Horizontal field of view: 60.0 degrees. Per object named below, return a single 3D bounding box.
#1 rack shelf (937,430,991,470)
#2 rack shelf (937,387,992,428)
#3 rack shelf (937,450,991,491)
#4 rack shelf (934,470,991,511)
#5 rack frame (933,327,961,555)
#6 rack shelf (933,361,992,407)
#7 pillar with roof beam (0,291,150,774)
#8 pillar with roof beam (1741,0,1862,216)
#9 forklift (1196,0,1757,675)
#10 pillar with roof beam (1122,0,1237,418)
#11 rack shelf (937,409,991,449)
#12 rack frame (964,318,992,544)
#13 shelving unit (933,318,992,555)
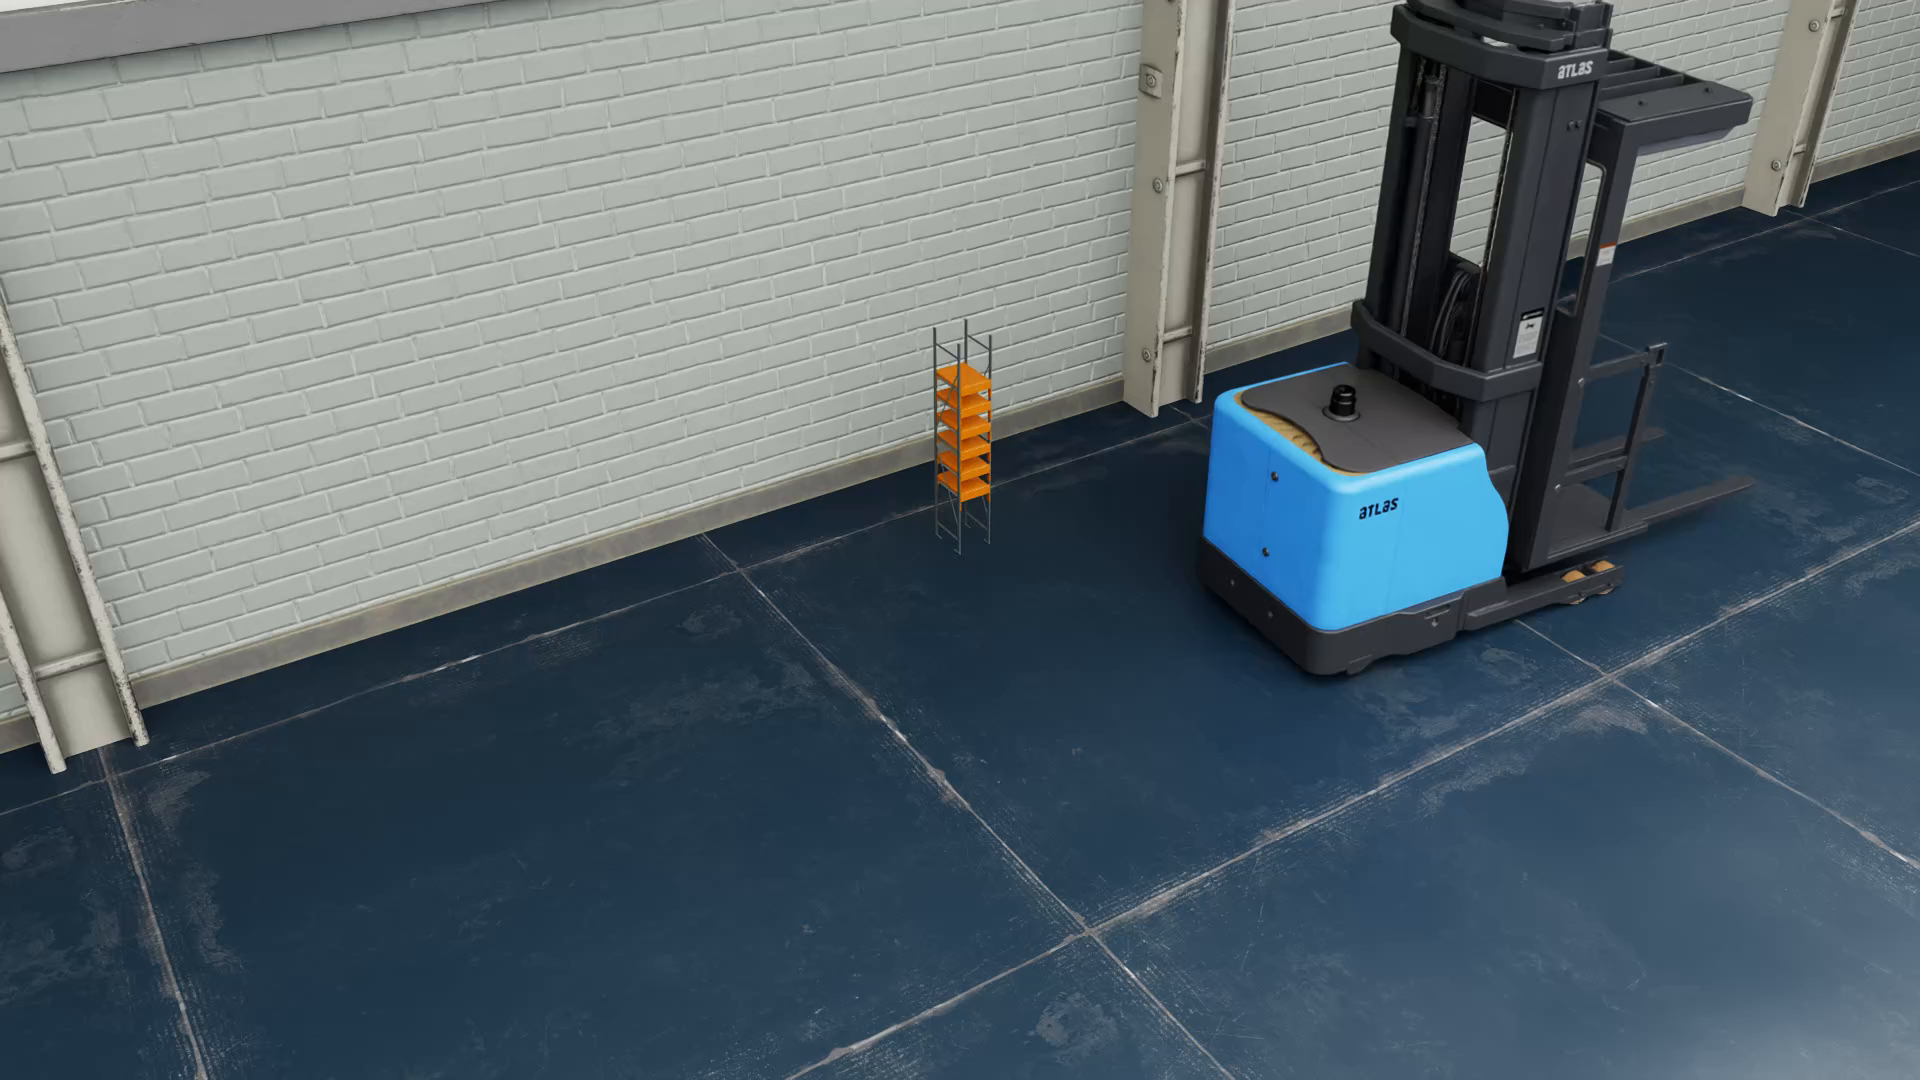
[{"bbox_3d":[0.012,-0.474,8.460,0.180,0.103,0.258,-19,37,-27],"label":"rack shelf"},{"bbox_3d":[0.012,-0.677,8.332,0.180,0.103,0.258,-19,37,-27],"label":"rack shelf"},{"bbox_3d":[0.012,-0.373,8.524,0.180,0.103,0.258,-19,37,-27],"label":"rack shelf"},{"bbox_3d":[0.012,-0.271,8.588,0.180,0.103,0.258,-19,37,-27],"label":"rack shelf"},{"bbox_3d":[-0.065,-0.485,8.395,0.006,1.200,0.240,-19,37,-27],"label":"rack frame"},{"bbox_3d":[0.012,-0.779,8.268,0.180,0.103,0.258,-19,37,-27],"label":"rack shelf"},{"bbox_3d":[-1.489,-0.994,1.892,0.400,9.000,9.100,-19,37,-27],"label":"pillar with roof beam"},{"bbox_3d":[8.597,-4.463,7.390,0.400,9.000,9.100,-19,37,-27],"label":"pillar with roof beam"},{"bbox_3d":[2.735,-1.155,7.834,3.031,2.935,1.130,-15,35,-23],"label":"forklift"},{"bbox_3d":[3.554,-2.729,4.641,0.400,9.000,9.100,-19,37,-27],"label":"pillar with roof beam"},{"bbox_3d":[0.012,-0.576,8.396,0.180,0.103,0.258,-19,37,-27],"label":"rack shelf"},{"bbox_3d":[0.089,-0.538,8.478,0.006,1.200,0.240,-19,37,-27],"label":"rack frame"},{"bbox_3d":[0.012,-0.512,8.437,0.189,1.200,0.258,-19,37,-27],"label":"shelving unit"}]
